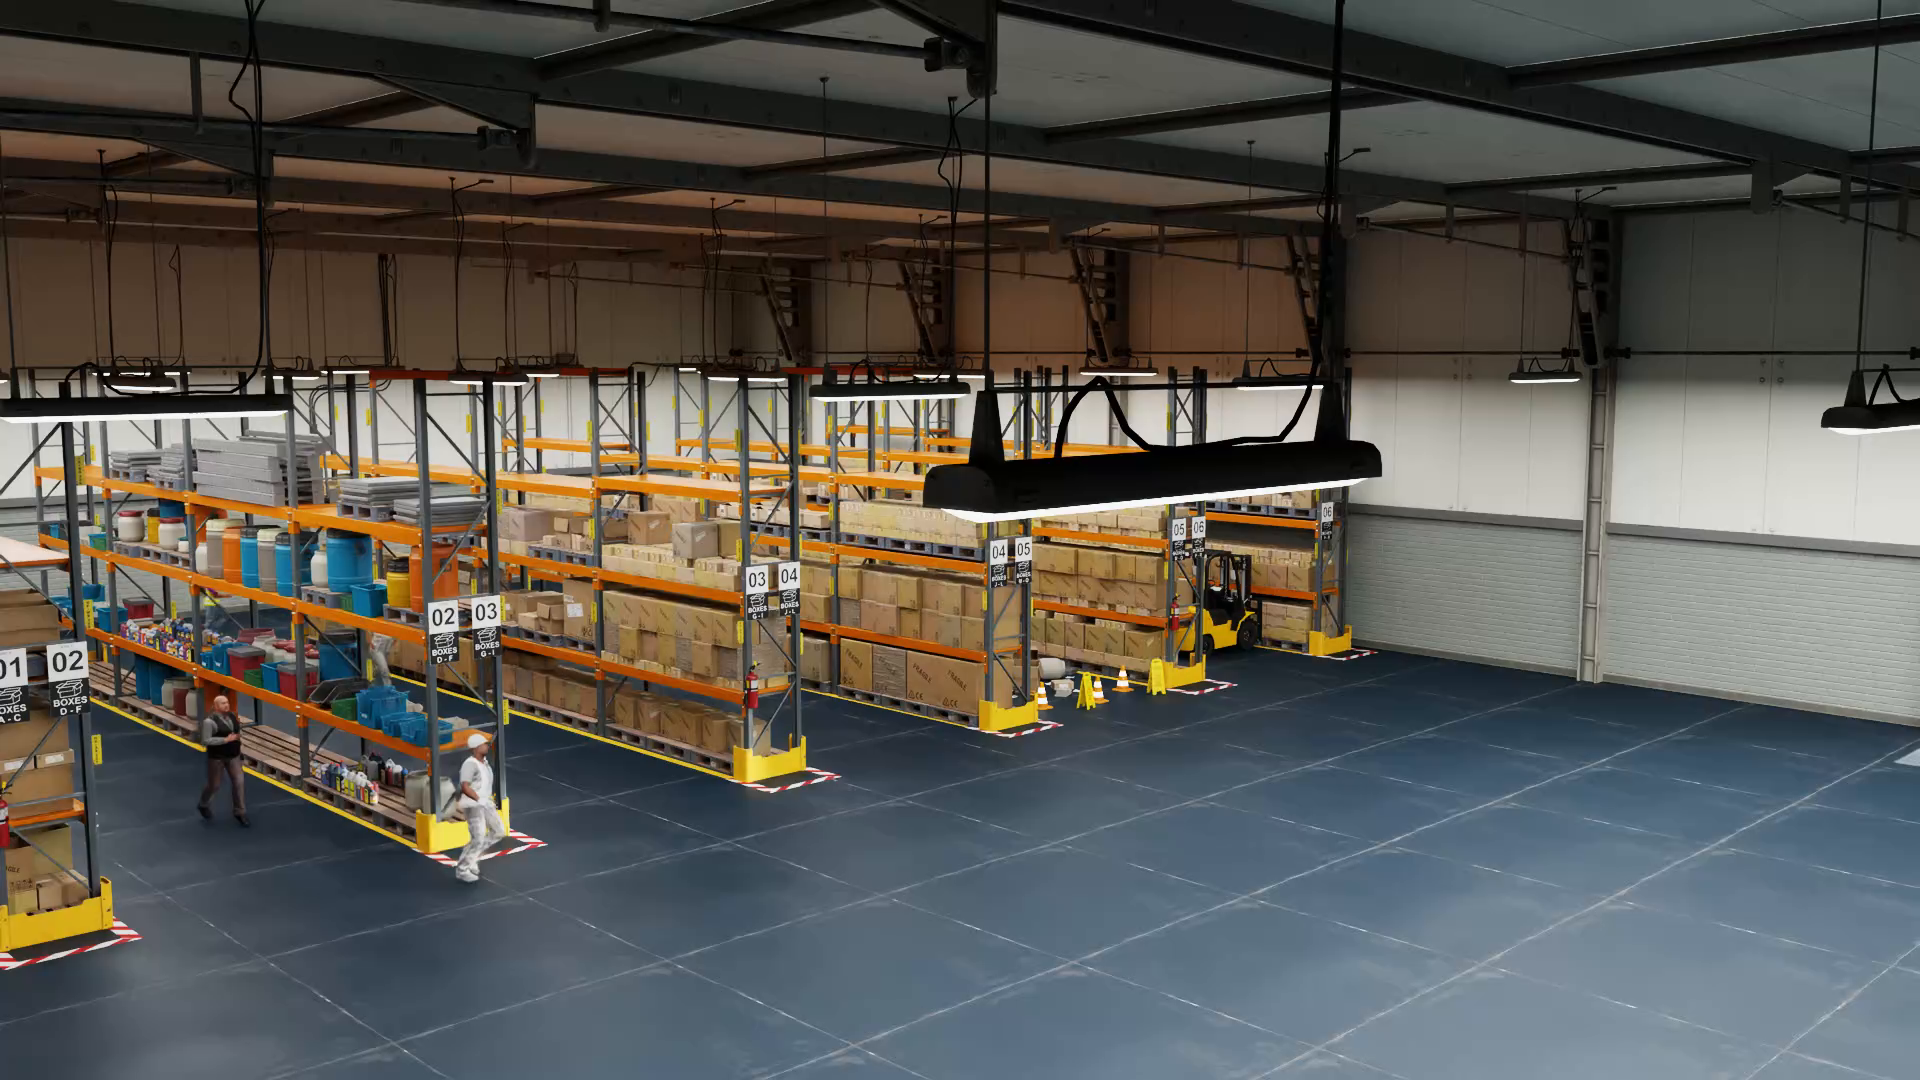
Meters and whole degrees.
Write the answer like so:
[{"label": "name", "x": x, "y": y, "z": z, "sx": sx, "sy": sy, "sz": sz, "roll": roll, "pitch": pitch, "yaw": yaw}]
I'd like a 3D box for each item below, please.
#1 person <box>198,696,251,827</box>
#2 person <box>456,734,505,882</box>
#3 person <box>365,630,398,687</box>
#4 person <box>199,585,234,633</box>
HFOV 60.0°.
[{"label": "person", "x": -9.899, "y": 2.943, "z": 22.300, "sx": 0.907, "sy": 1.753, "sz": 0.635, "roll": 4, "pitch": 8, "yaw": 31}, {"label": "person", "x": -5.789, "y": 3.202, "z": 20.132, "sx": 0.534, "sy": 1.714, "sz": 0.744, "roll": 0, "pitch": 6, "yaw": 4}, {"label": "person", "x": -10.748, "y": 2.096, "z": 30.824, "sx": 1.020, "sy": 1.627, "sz": 0.642, "roll": 6, "pitch": 9, "yaw": 43}, {"label": "person", "x": -16.147, "y": 1.393, "z": 35.958, "sx": 0.841, "sy": 1.725, "sz": 0.718, "roll": -3, "pitch": 7, "yaw": -26}]
